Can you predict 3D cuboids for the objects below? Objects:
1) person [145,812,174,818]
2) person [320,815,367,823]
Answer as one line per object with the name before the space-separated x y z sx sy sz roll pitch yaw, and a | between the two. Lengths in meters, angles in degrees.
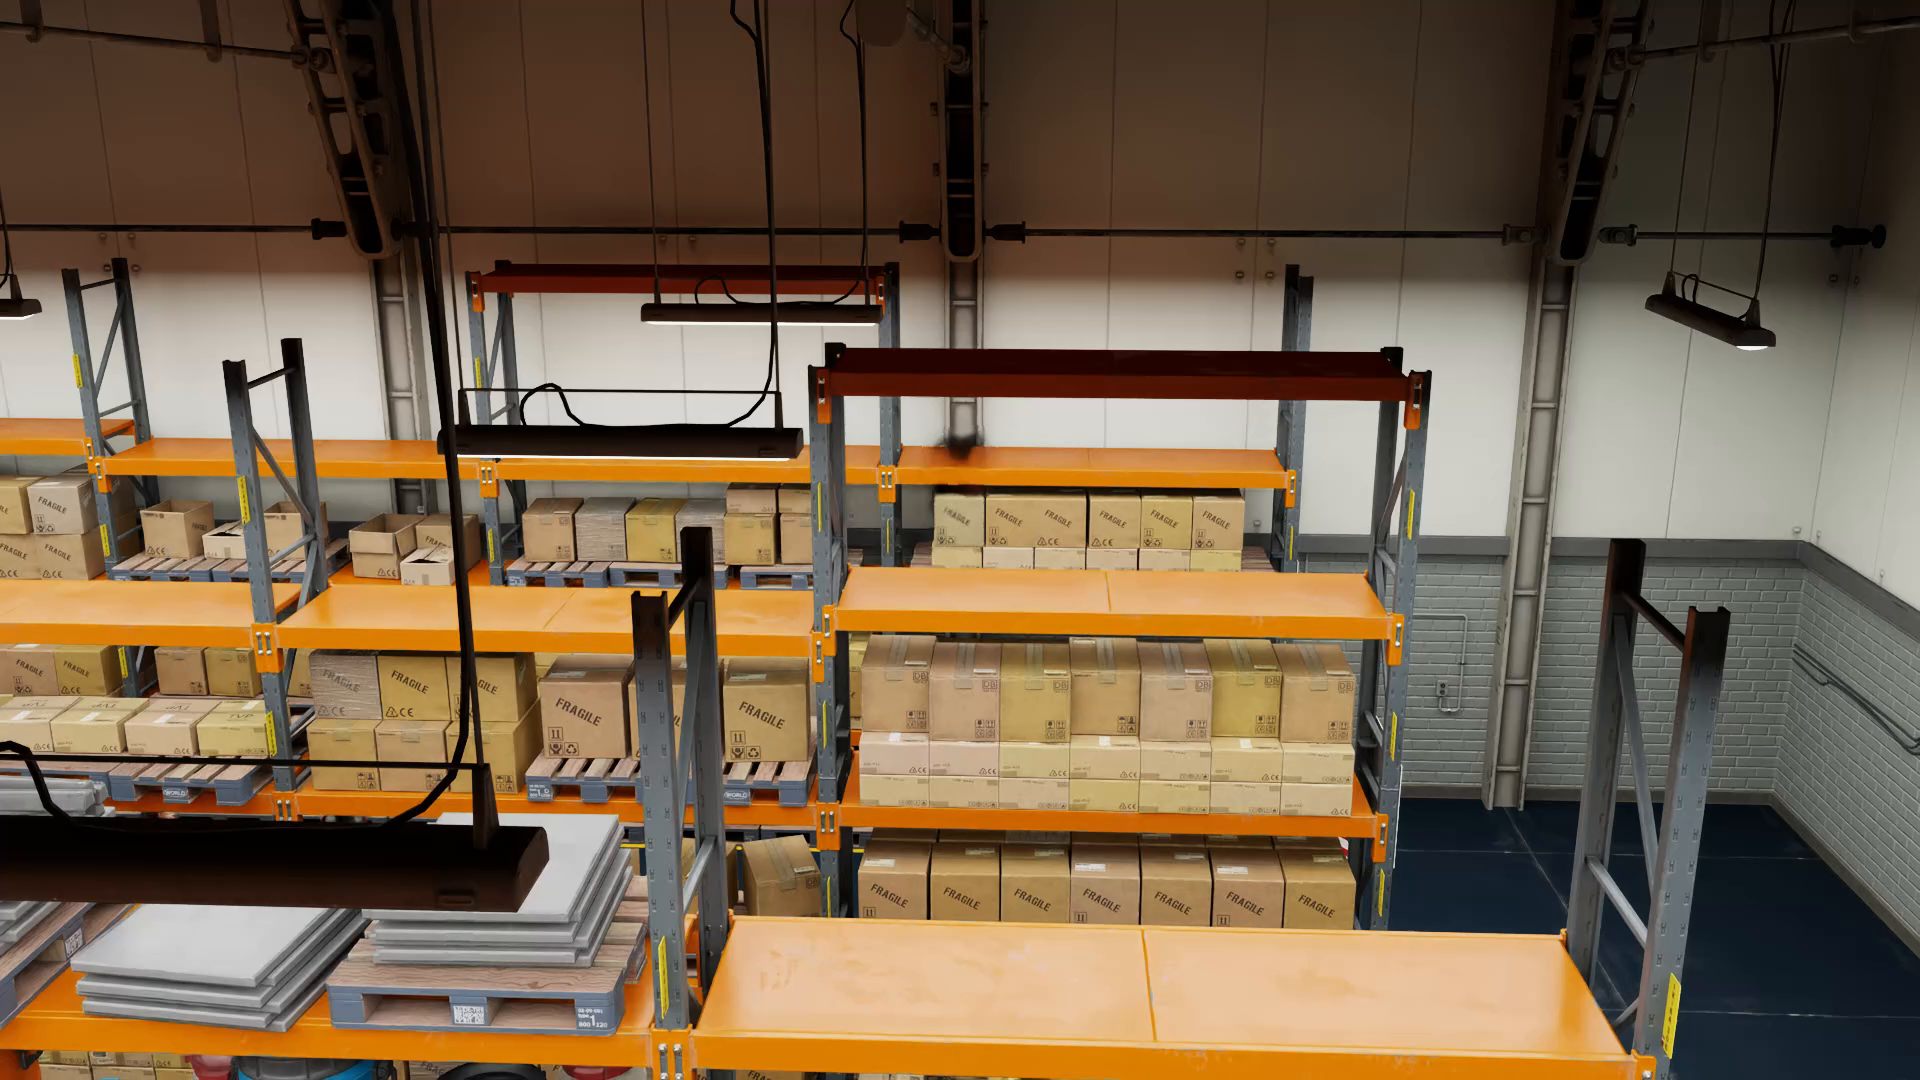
person | -7.068 3.094 14.924 0.523 1.660 0.452 12 20 35
person | -6.053 2.725 16.359 0.463 1.613 0.342 -2 16 -8
